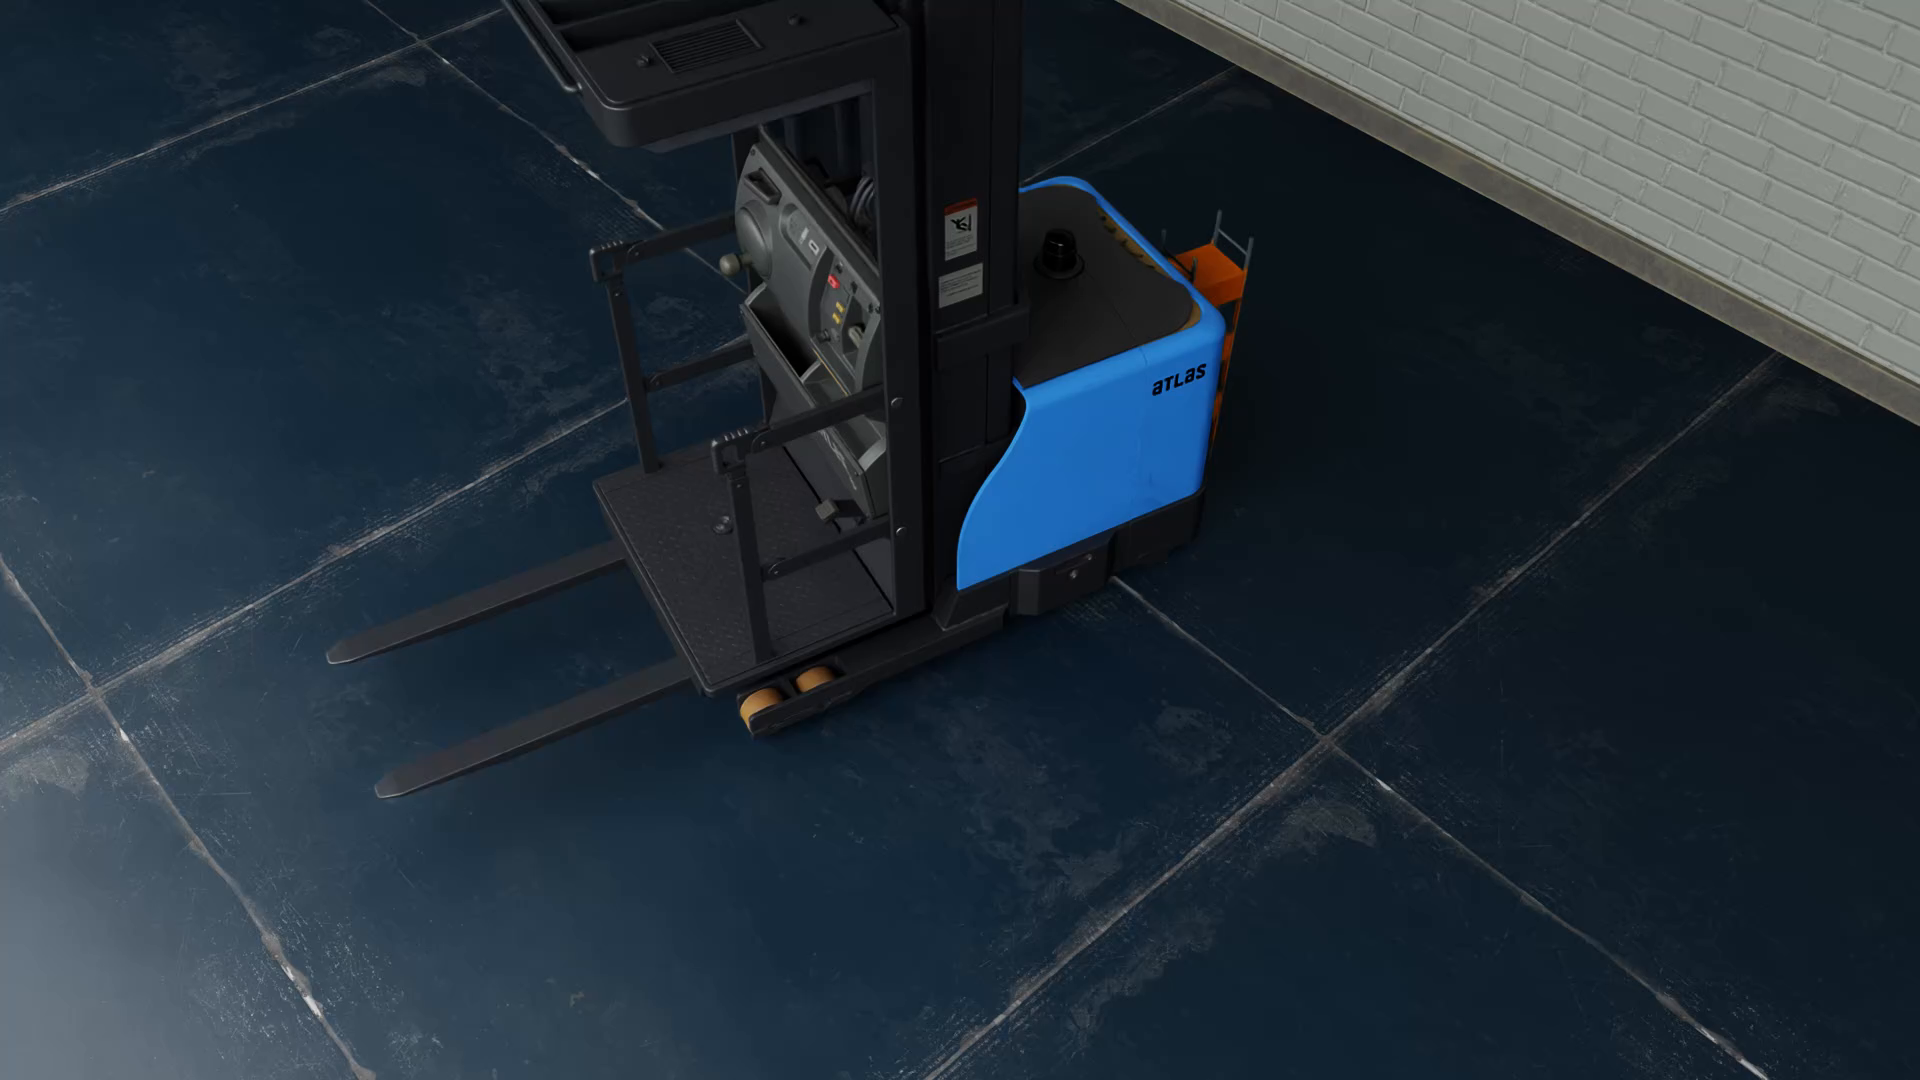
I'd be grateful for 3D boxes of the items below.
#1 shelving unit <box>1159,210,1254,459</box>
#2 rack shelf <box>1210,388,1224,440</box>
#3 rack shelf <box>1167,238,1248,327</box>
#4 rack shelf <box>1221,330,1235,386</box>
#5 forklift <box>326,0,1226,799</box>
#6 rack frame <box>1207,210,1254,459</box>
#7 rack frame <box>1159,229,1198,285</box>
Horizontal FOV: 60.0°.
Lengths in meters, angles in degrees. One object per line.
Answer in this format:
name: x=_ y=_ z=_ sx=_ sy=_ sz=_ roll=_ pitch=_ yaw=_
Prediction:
shelving unit: x=0.846 y=-0.702 z=6.177 sx=0.252 sy=1.050 sz=0.215 roll=-22 pitch=51 yaw=-22
rack shelf: x=0.836 y=-0.502 z=6.384 sx=0.240 sy=0.259 sz=0.215 roll=-22 pitch=51 yaw=-22
rack shelf: x=0.856 y=-0.892 z=5.980 sx=0.240 sy=0.259 sz=0.215 roll=-22 pitch=51 yaw=-22
rack shelf: x=0.846 y=-0.695 z=6.184 sx=0.240 sy=0.259 sz=0.215 roll=-22 pitch=51 yaw=-22
forklift: x=-0.647 y=-0.780 z=4.976 sx=3.031 sy=2.935 sz=1.130 roll=-22 pitch=51 yaw=-19
rack frame: x=0.951 y=-0.745 z=6.223 sx=0.008 sy=1.050 sz=0.200 roll=-22 pitch=51 yaw=-22
rack frame: x=0.742 y=-0.659 z=6.130 sx=0.008 sy=1.050 sz=0.200 roll=-22 pitch=51 yaw=-22
